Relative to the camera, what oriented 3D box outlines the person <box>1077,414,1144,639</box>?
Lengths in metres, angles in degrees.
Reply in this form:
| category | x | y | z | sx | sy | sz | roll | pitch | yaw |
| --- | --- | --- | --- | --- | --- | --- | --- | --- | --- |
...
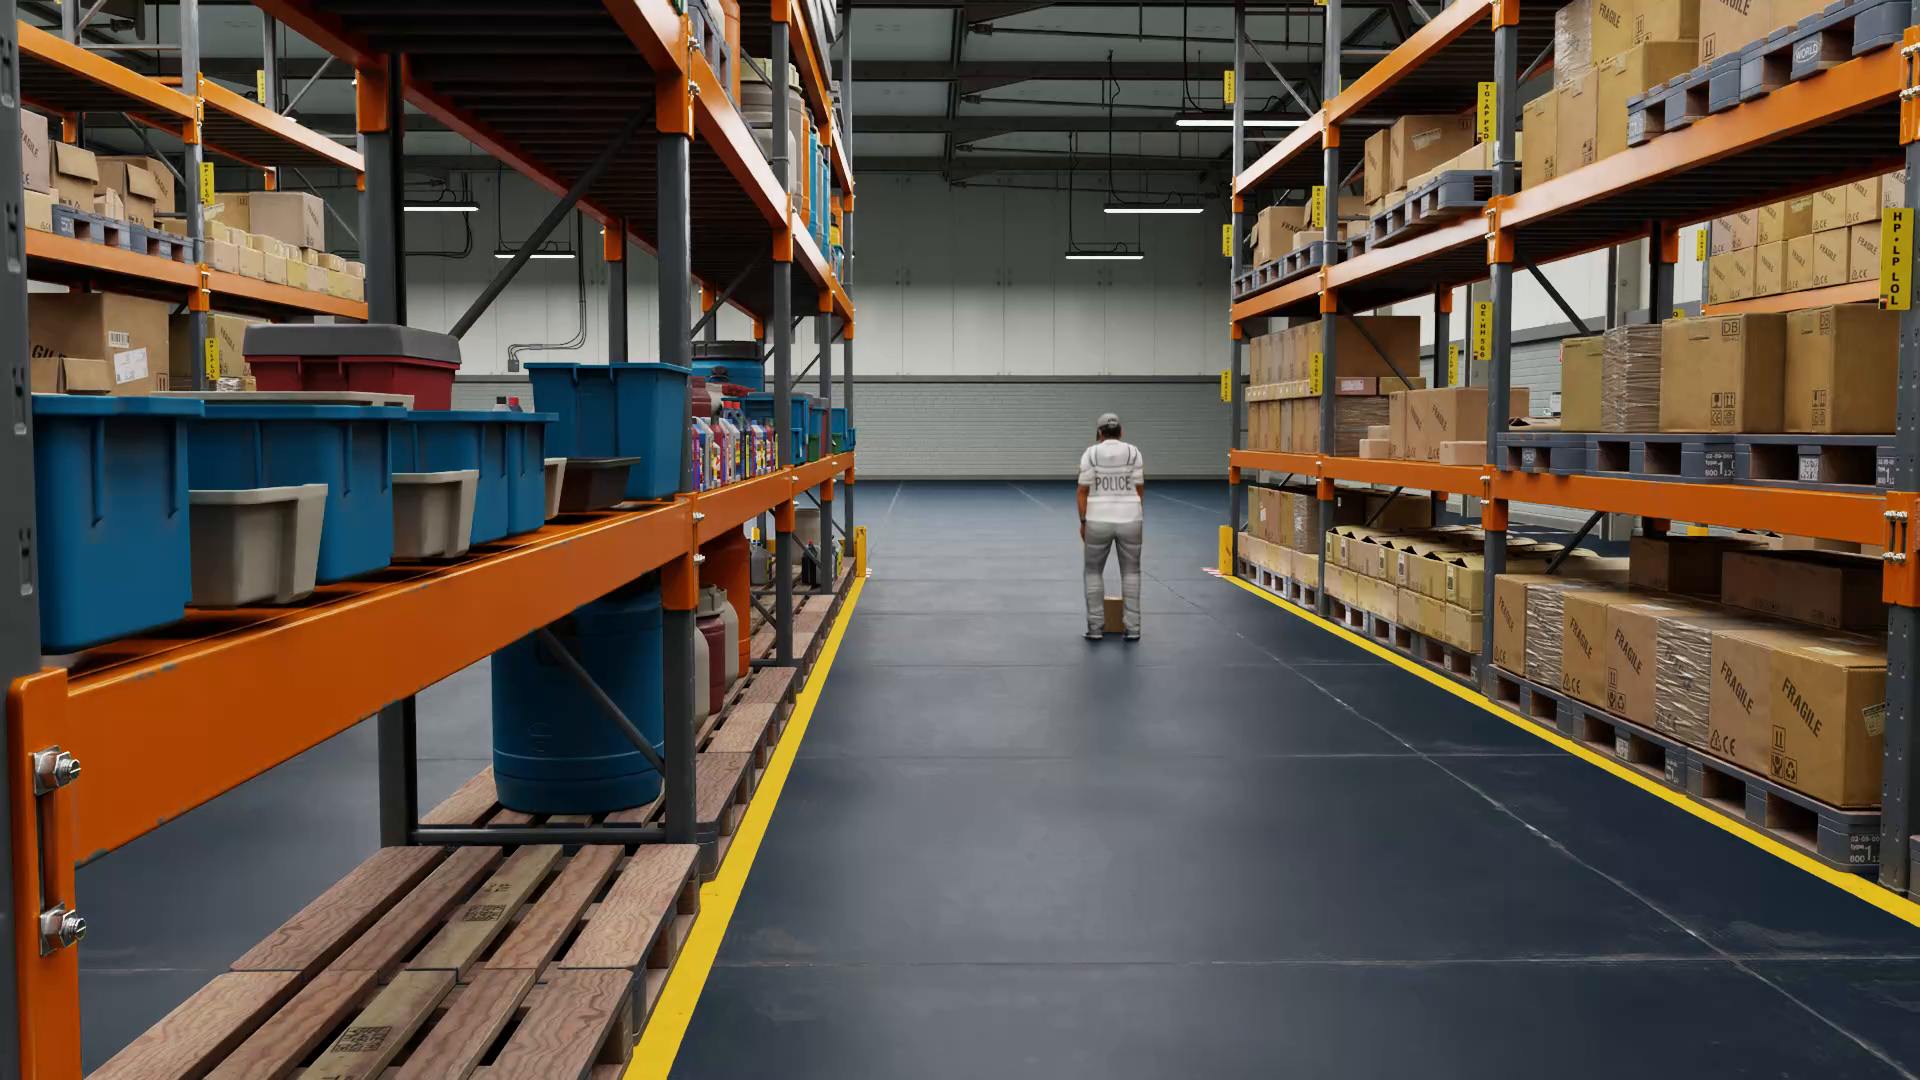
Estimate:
| category | x | y | z | sx | sy | sz | roll | pitch | yaw |
| --- | --- | --- | --- | --- | --- | --- | --- | --- | --- |
| person | 1.090 | -0.092 | 12.092 | 0.483 | 1.643 | 0.429 | 0 | 4 | 0 |
